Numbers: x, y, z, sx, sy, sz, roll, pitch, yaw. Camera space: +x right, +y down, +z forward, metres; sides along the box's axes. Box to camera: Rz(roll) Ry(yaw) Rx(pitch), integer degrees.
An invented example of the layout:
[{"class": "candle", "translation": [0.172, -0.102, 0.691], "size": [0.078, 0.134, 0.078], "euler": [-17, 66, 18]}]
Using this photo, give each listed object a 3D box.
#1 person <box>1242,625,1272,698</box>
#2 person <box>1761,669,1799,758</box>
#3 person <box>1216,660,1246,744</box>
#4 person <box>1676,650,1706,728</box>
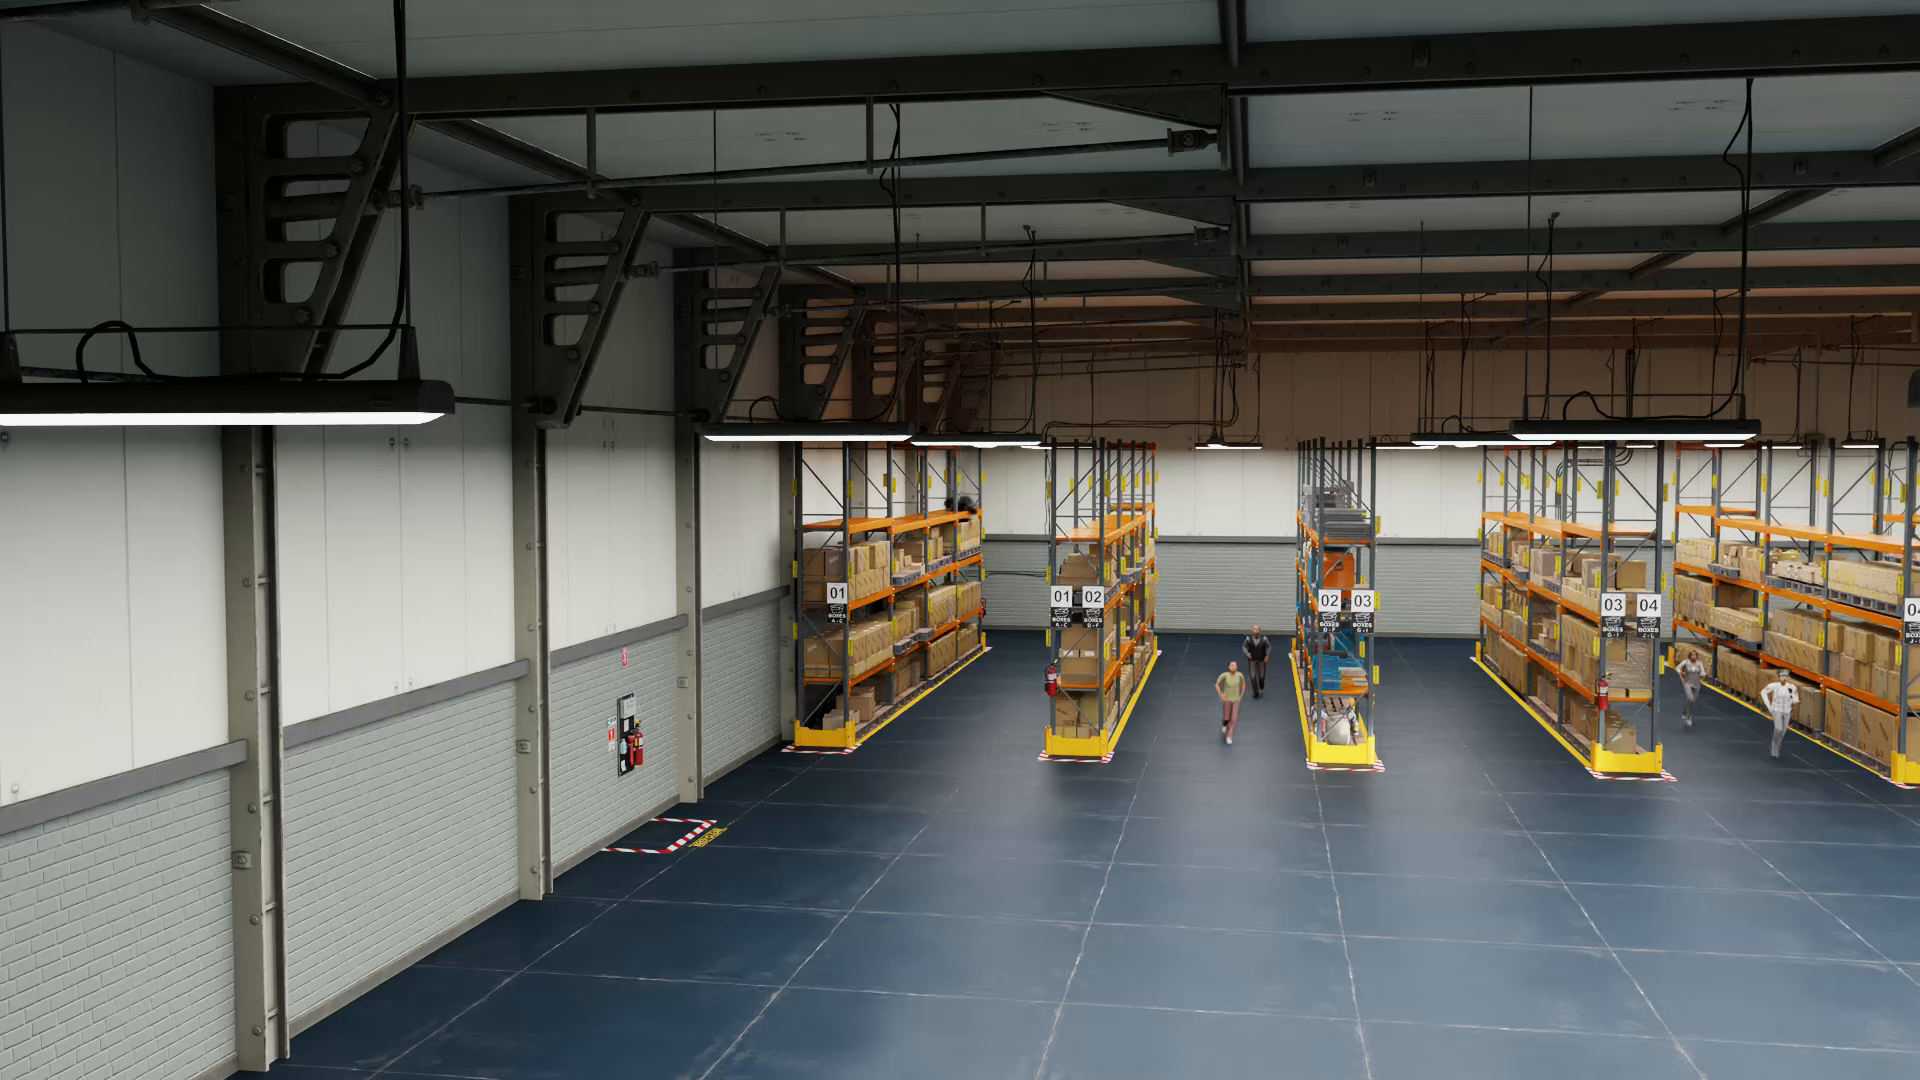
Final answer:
[{"class": "person", "translation": [6.948, 2.868, 38.940], "size": [0.701, 1.612, 0.584], "euler": [0, 3, 9]}, {"class": "person", "translation": [15.364, 3.236, 31.116], "size": [0.601, 1.683, 0.714], "euler": [0, 3, 7]}, {"class": "person", "translation": [5.362, 3.175, 32.904], "size": [0.602, 1.639, 0.682], "euler": [0, 3, -4]}, {"class": "person", "translation": [15.299, 3.094, 34.787], "size": [0.516, 1.624, 0.754], "euler": [0, 3, 3]}]
